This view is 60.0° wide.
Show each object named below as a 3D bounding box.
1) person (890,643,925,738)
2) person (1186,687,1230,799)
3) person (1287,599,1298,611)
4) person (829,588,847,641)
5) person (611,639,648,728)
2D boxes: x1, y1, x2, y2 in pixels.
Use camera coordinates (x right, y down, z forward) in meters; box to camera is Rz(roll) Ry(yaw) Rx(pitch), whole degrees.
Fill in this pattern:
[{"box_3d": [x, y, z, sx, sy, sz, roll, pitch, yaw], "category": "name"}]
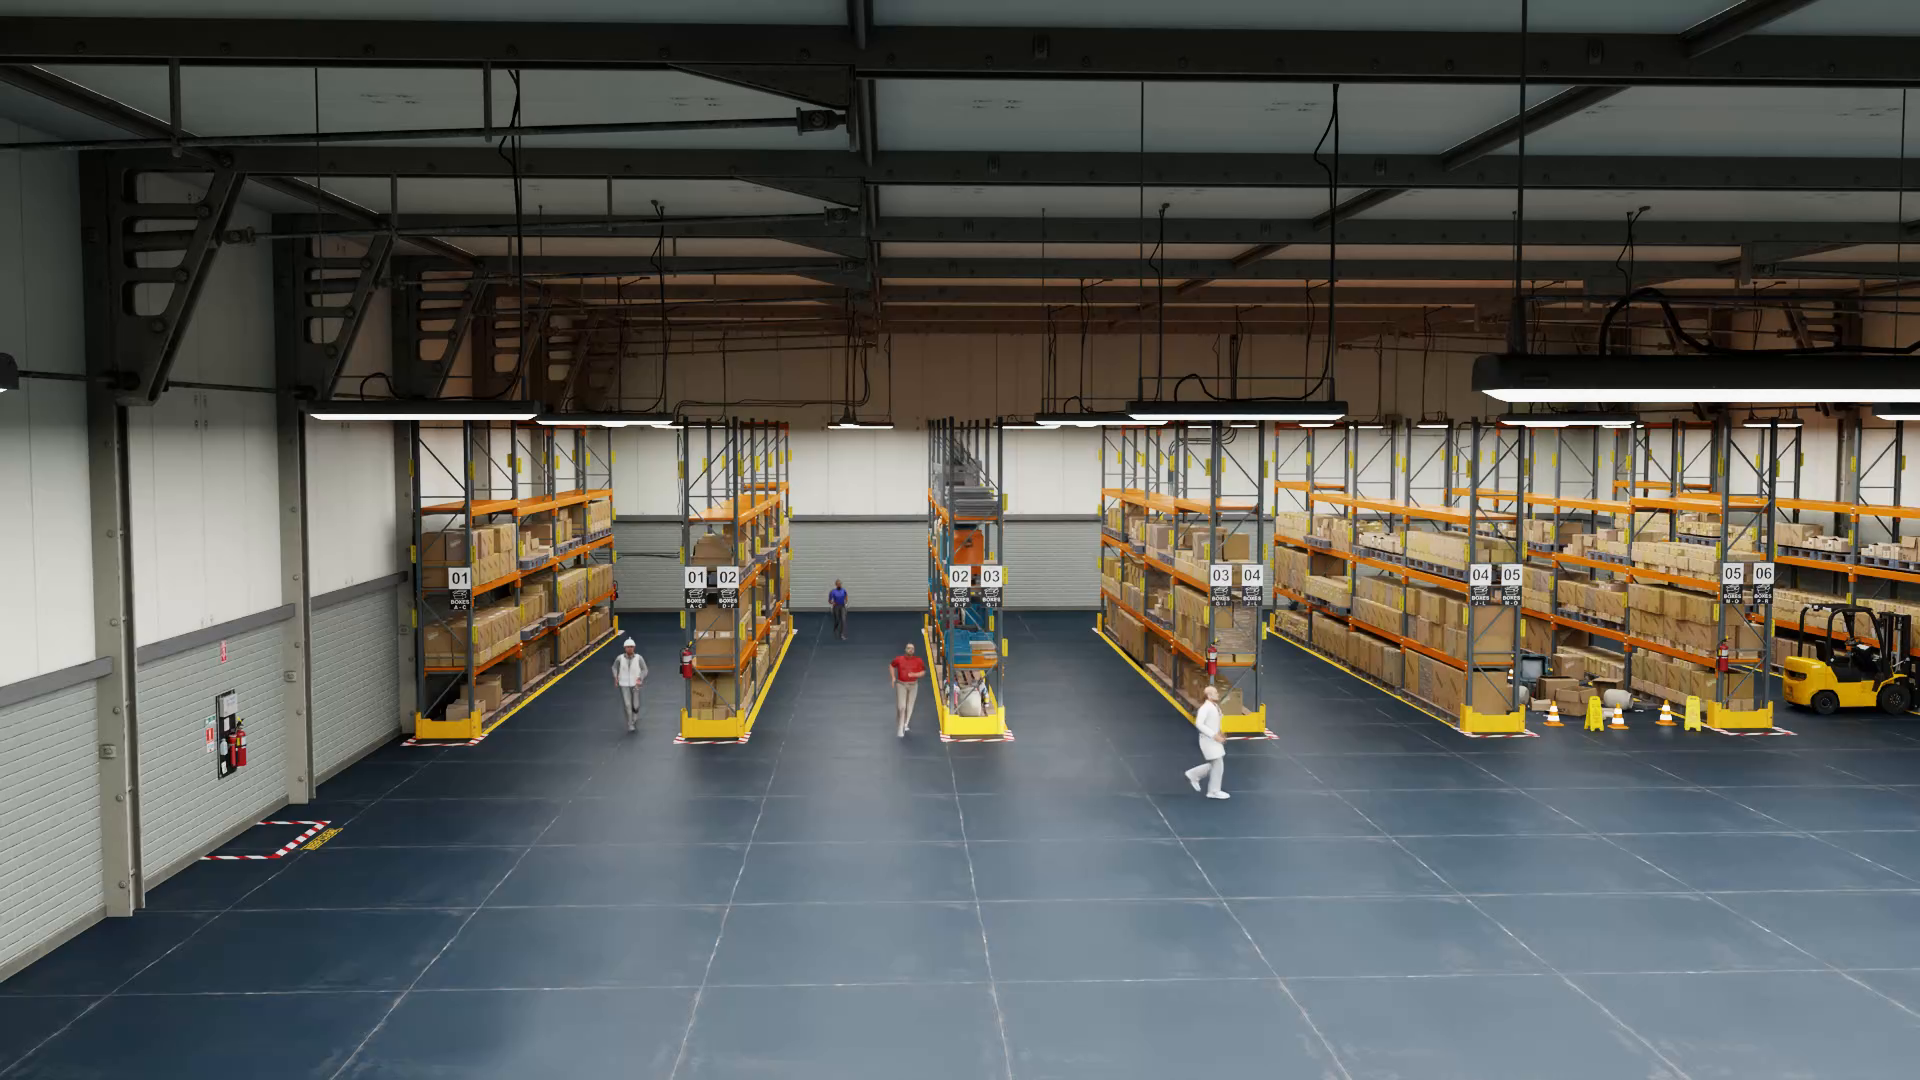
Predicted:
[{"box_3d": [-0.984, 2.831, 31.436, 0.640, 1.775, 0.717, -1, 4, -10], "category": "person"}, {"box_3d": [3.861, 3.153, 25.965, 0.733, 1.745, 0.723, 2, 4, 22], "category": "person"}, {"box_3d": [9.865, 1.853, 48.820, 0.578, 1.416, 0.514, -1, 4, -10], "category": "person"}, {"box_3d": [-3.355, 2.026, 45.918, 0.547, 1.446, 0.824, -1, 4, -17], "category": "person"}, {"box_3d": [-6.336, 2.736, 31.908, 0.691, 1.693, 0.688, -1, 4, -9], "category": "person"}]
